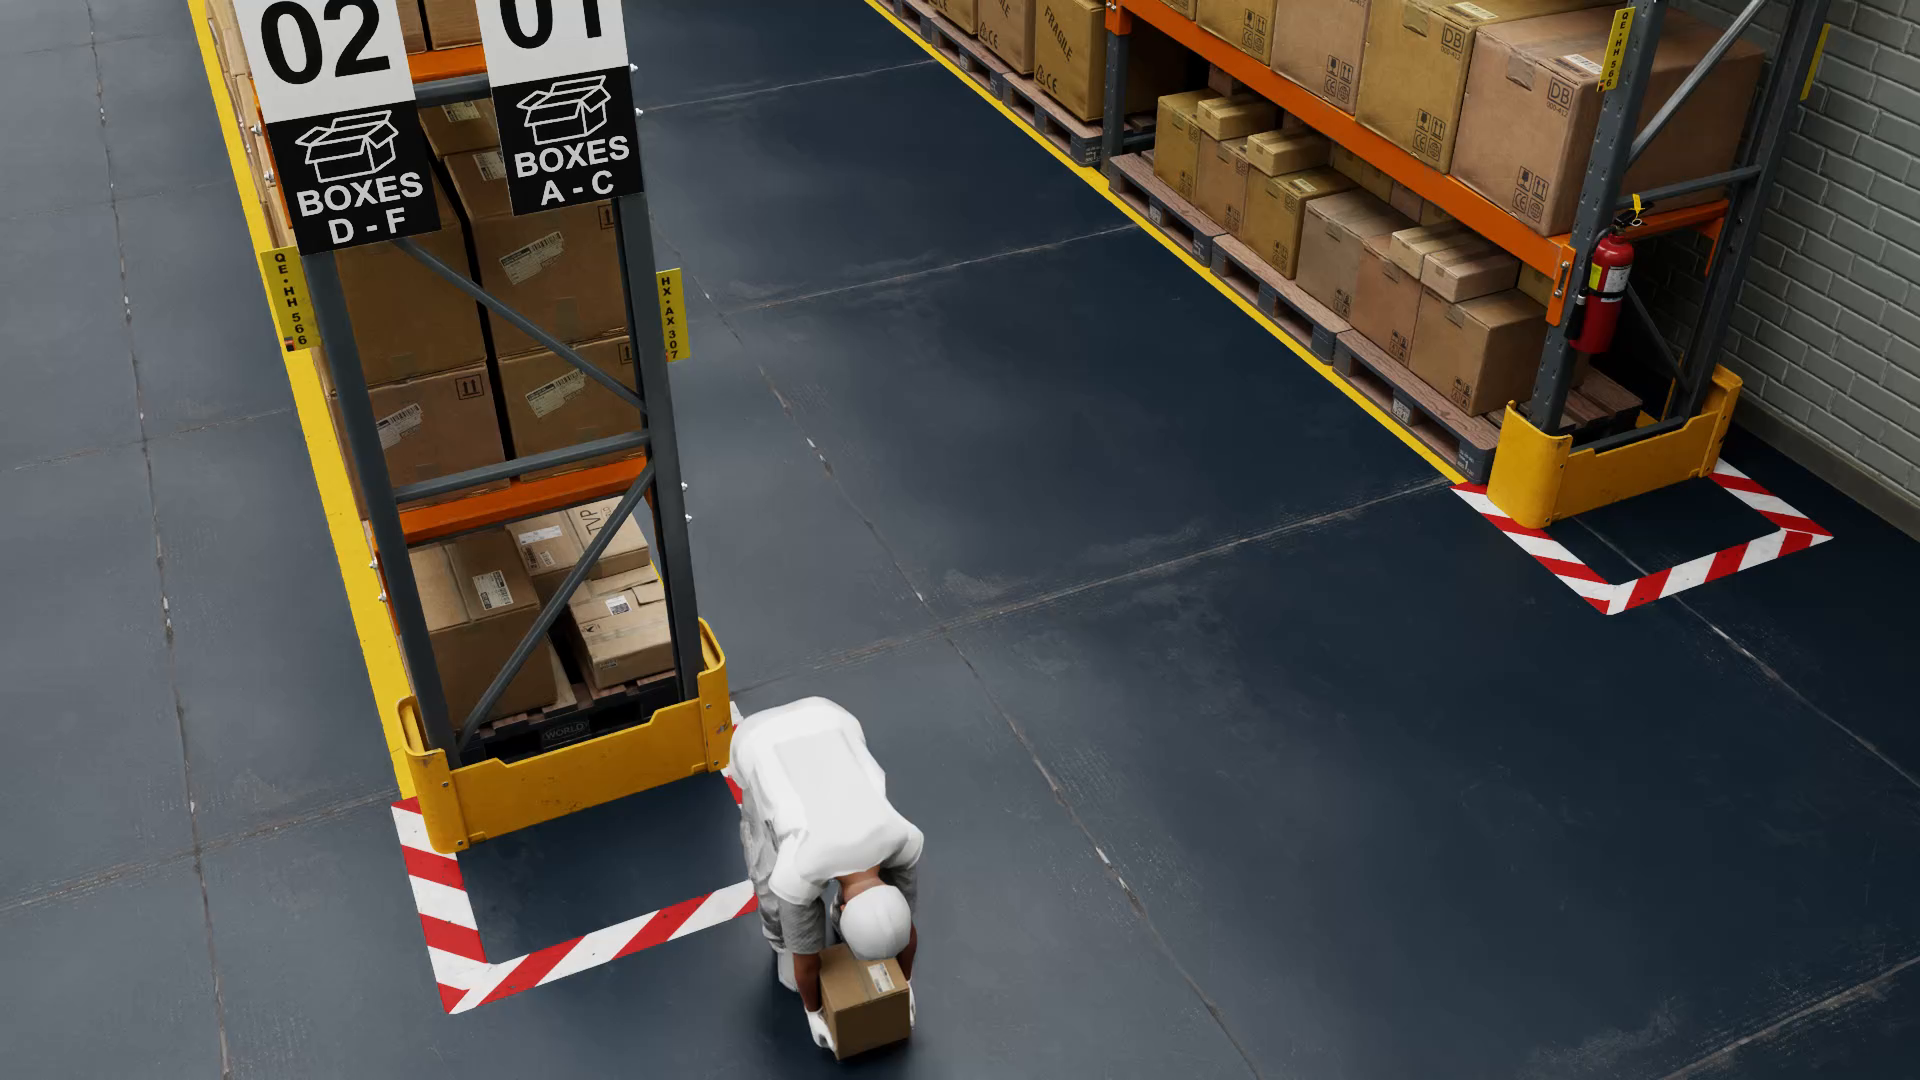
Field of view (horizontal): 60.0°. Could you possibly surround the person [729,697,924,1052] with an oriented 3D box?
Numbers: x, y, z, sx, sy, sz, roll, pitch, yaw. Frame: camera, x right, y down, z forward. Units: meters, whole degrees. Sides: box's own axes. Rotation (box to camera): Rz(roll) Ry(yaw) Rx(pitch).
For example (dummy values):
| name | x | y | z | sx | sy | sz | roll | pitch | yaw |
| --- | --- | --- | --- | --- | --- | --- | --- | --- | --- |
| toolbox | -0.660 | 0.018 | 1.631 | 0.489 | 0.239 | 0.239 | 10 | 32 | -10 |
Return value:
| name | x | y | z | sx | sy | sz | roll | pitch | yaw |
| --- | --- | --- | --- | --- | --- | --- | --- | --- | --- |
| person | -0.399 | 1.093 | 5.337 | 0.523 | 0.989 | 0.980 | -14 | 39 | -18 |
